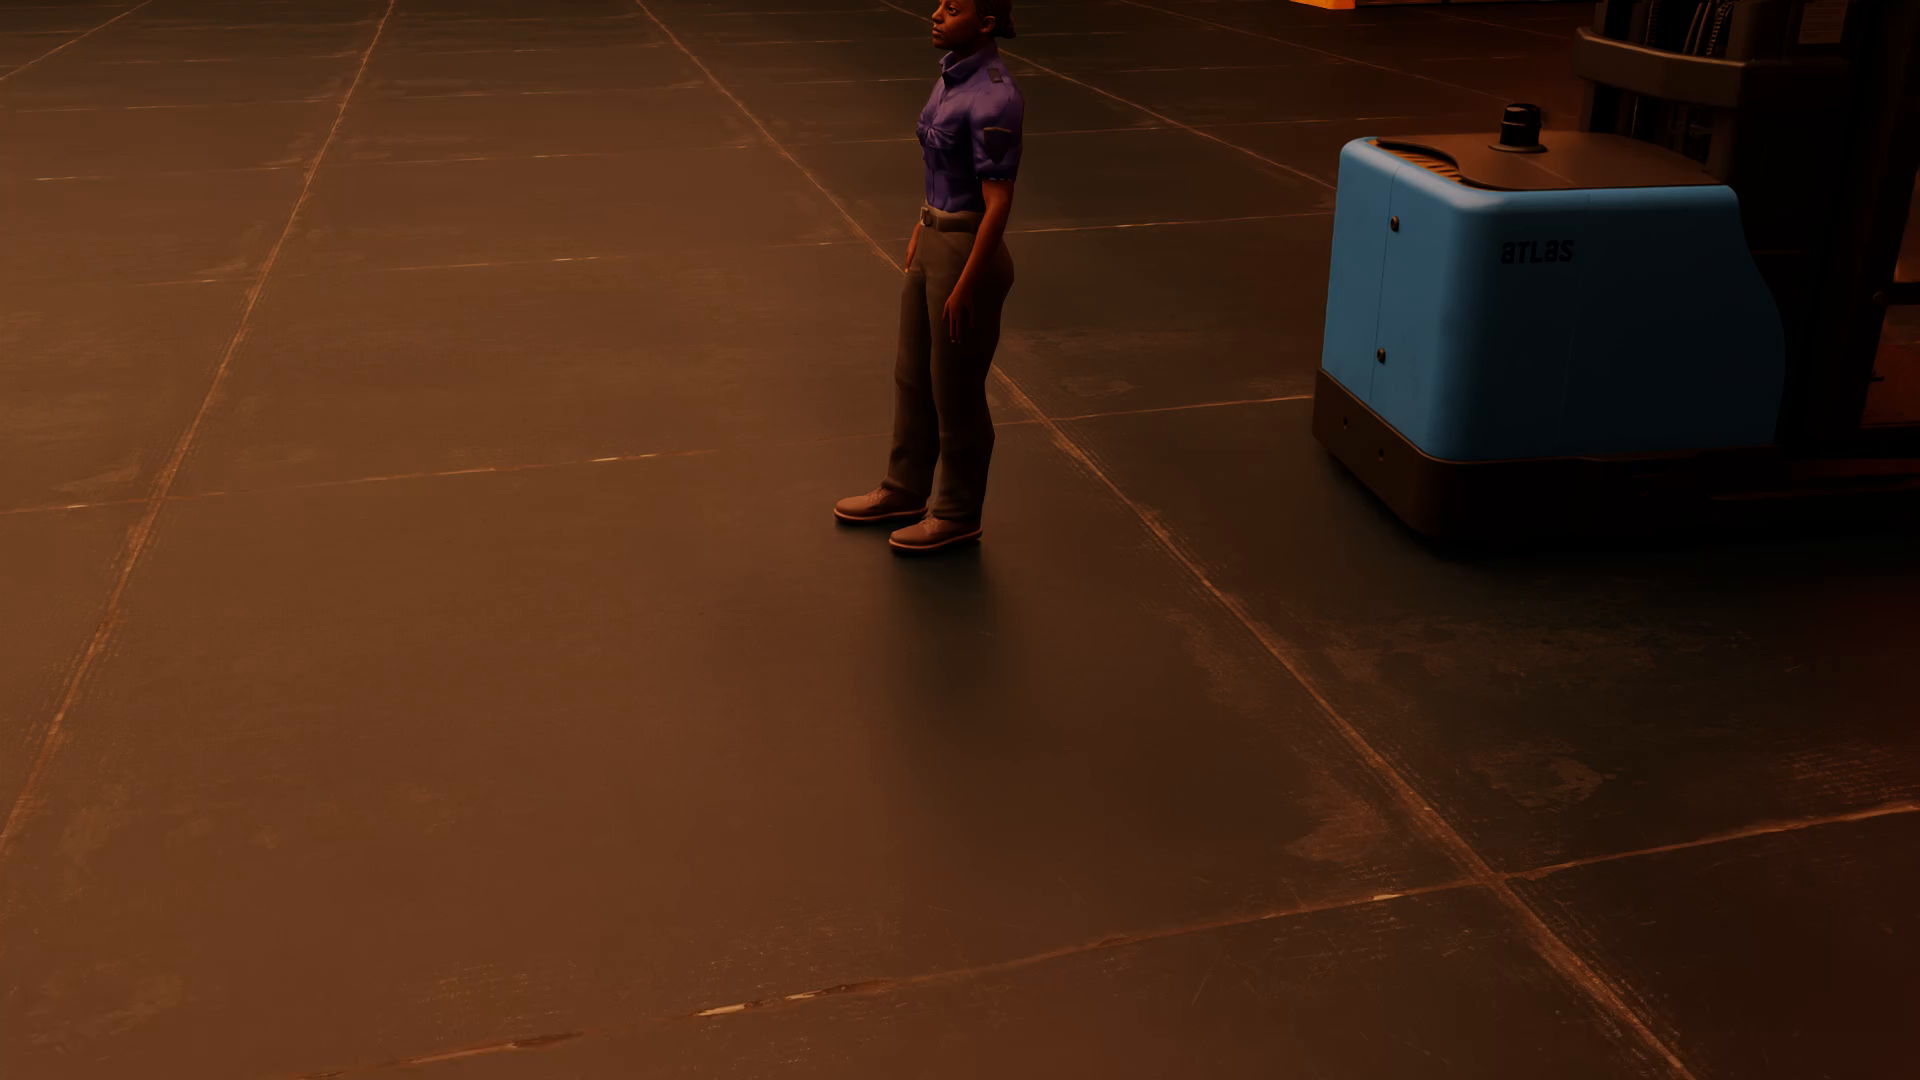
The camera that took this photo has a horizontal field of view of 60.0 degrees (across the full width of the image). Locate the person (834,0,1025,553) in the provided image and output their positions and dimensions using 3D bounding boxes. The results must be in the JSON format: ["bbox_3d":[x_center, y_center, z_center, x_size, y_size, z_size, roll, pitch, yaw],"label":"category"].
[{"bbox_3d":[-0.090,-0.766,4.723,0.504,1.654,0.569,-6,24,-14],"label":"person"}]

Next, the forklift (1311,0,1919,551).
[{"bbox_3d":[2.774,-1.572,5.003,3.031,2.935,1.130,-4,23,-8],"label":"forklift"}]
